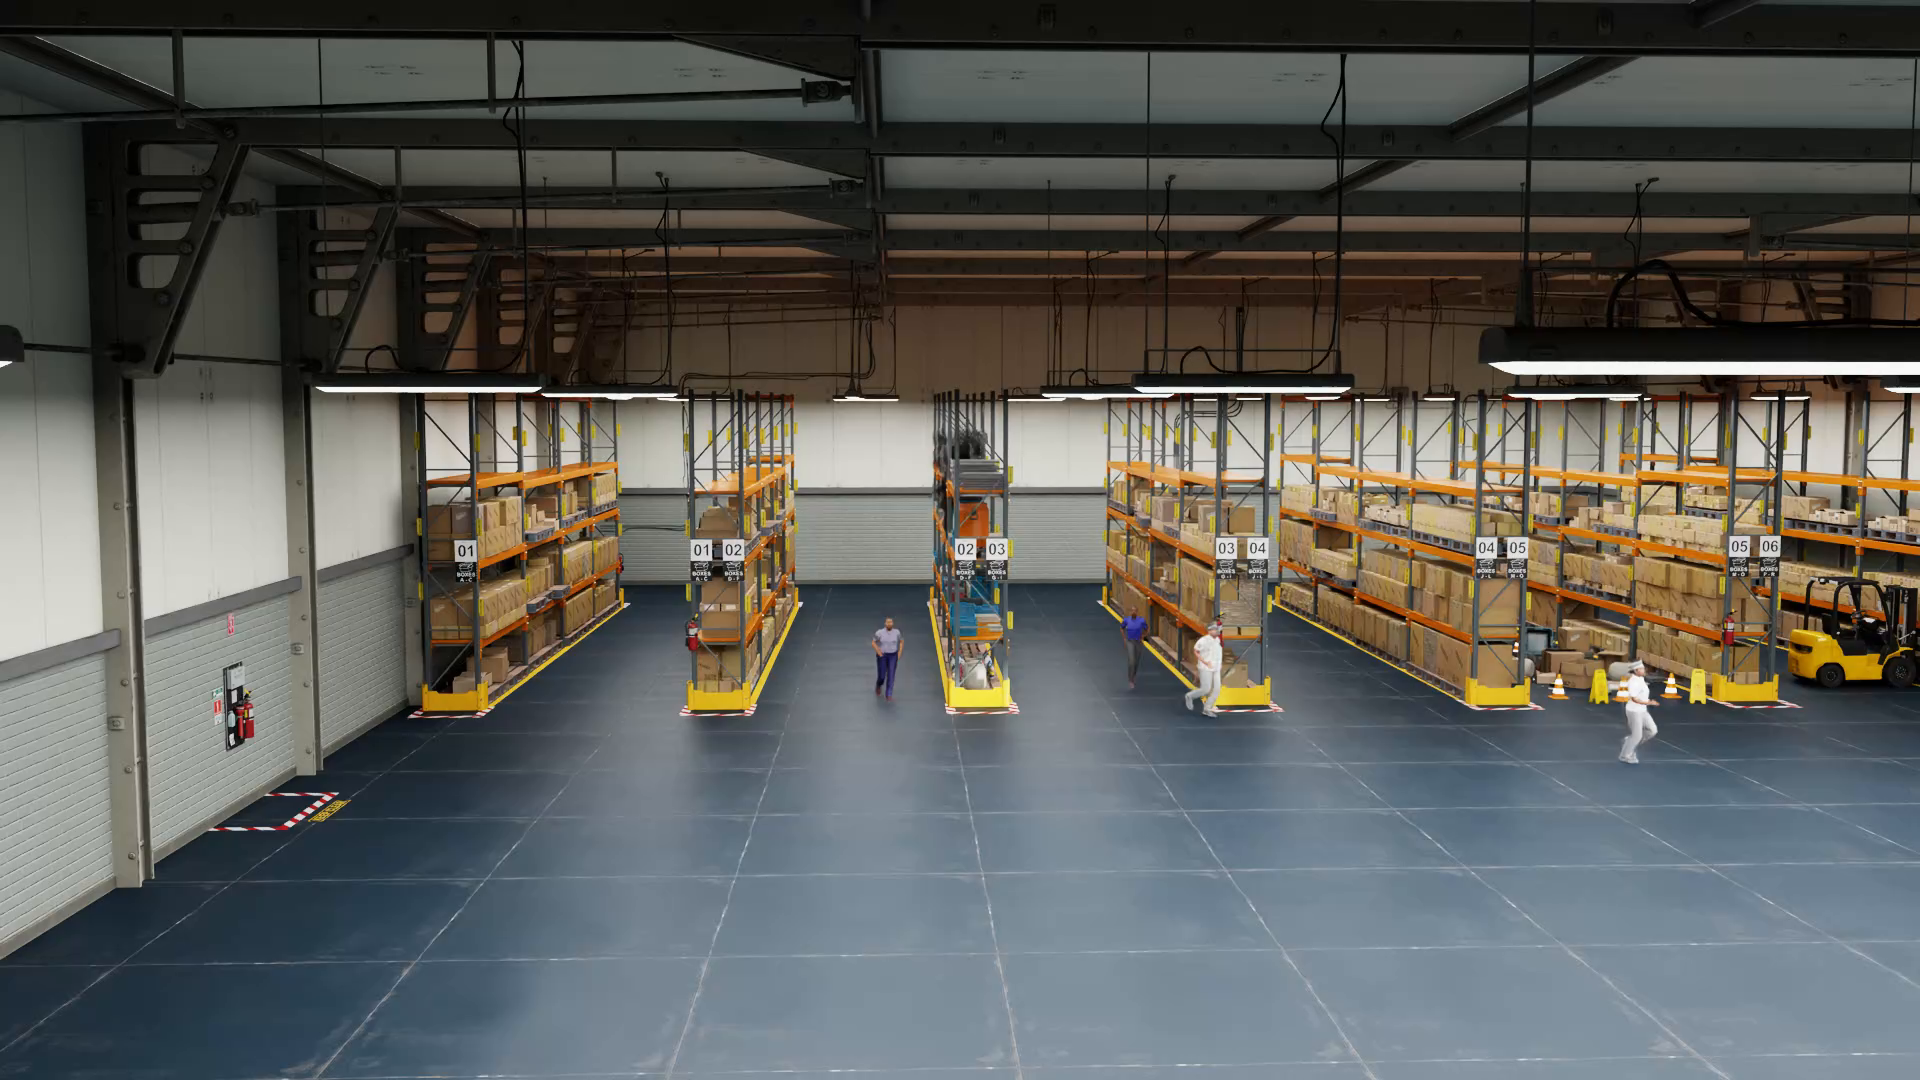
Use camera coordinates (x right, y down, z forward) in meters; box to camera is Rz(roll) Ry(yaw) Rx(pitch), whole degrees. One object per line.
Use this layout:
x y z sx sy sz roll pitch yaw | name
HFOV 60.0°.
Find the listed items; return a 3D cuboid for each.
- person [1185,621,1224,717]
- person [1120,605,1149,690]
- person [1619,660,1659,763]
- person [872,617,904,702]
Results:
4.571 2.362 30.730 0.683 1.754 0.675 -4 6 -39 | person
3.540 2.153 33.676 0.575 1.693 0.794 0 5 -2 | person
10.841 2.728 26.495 0.587 1.662 0.558 4 6 37 | person
-1.398 2.297 32.334 0.639 1.638 0.655 -1 5 -12 | person
